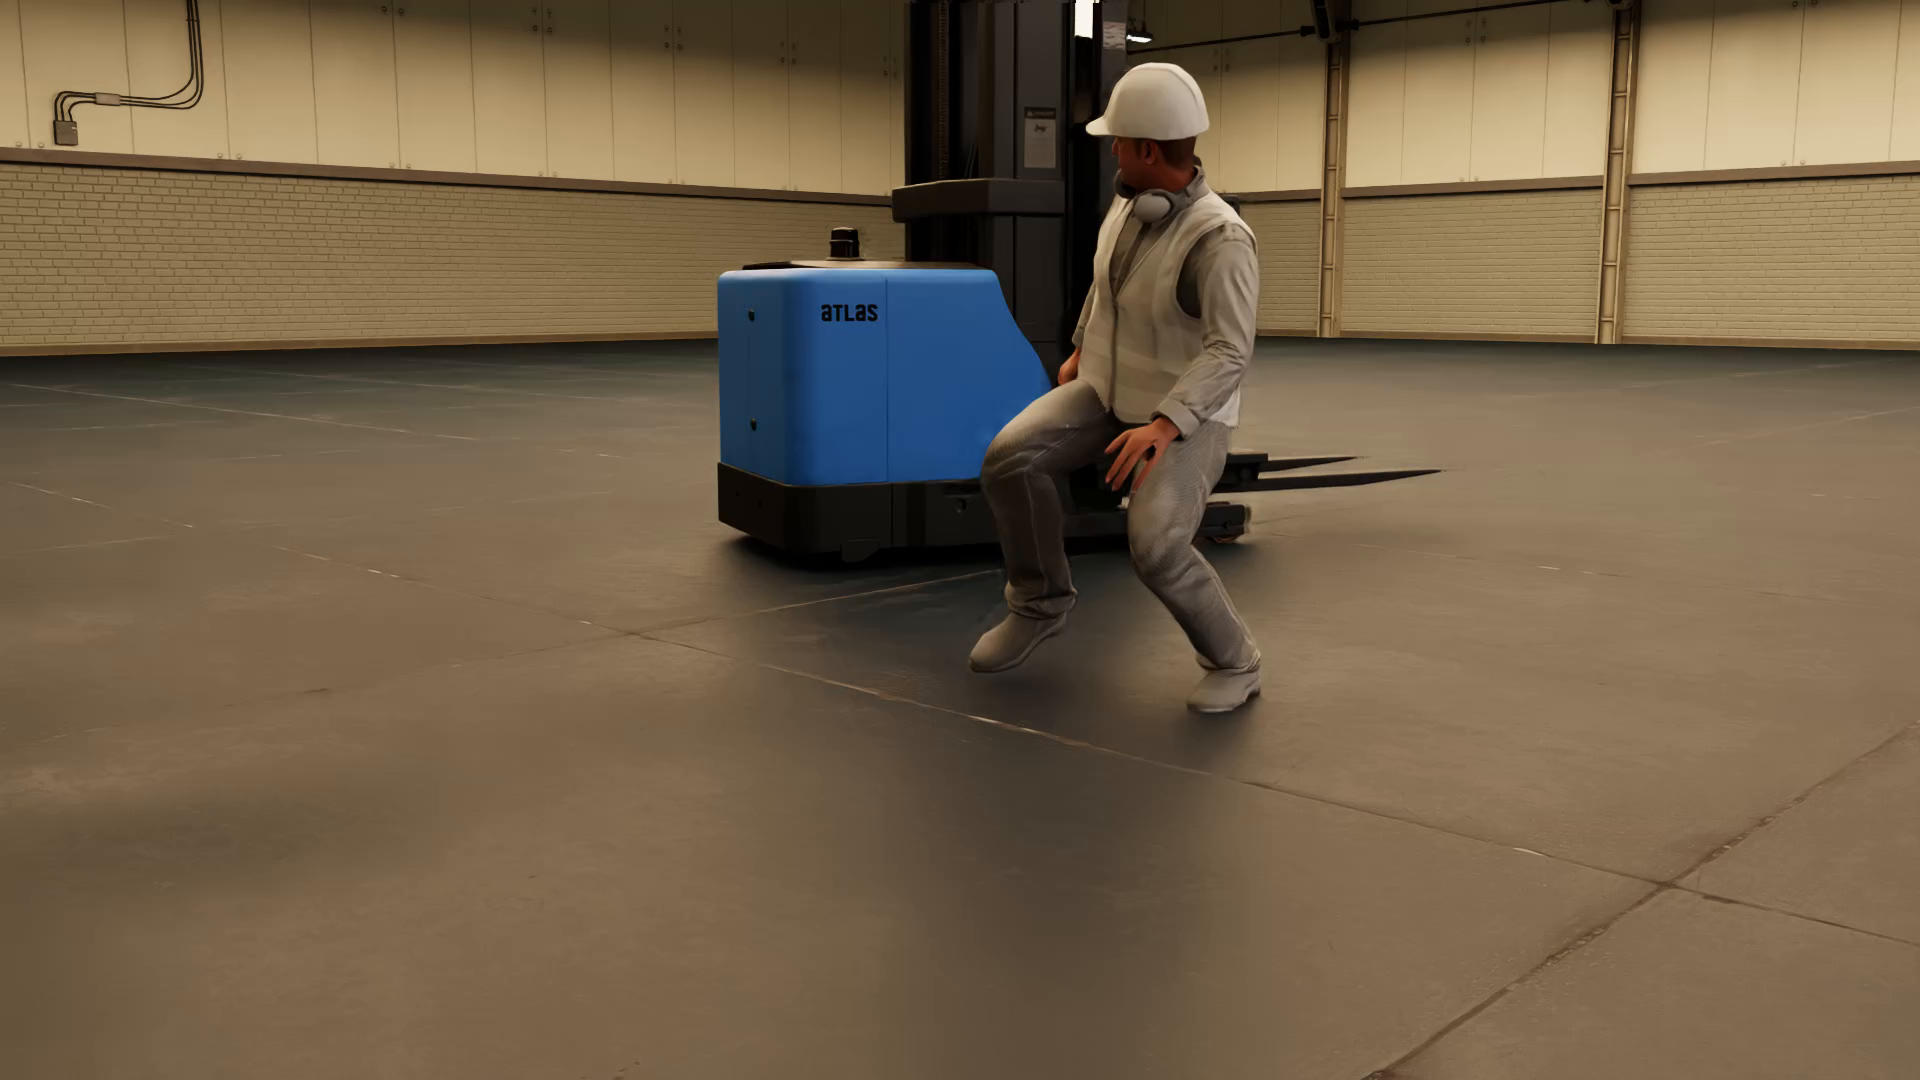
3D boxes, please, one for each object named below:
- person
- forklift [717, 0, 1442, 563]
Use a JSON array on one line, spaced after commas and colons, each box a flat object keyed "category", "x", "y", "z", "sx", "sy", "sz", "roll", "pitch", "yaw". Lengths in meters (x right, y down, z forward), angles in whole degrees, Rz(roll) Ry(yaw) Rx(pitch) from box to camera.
[{"category": "person", "x": 0.402, "y": -0.362, "z": 4.100, "sx": 0.772, "sy": 1.547, "sz": 0.688, "roll": 8, "pitch": 12, "yaw": 42}, {"category": "forklift", "x": 0.581, "y": -1.487, "z": 6.752, "sx": 3.031, "sy": 2.935, "sz": 1.130, "roll": -4, "pitch": 9, "yaw": -23}]
